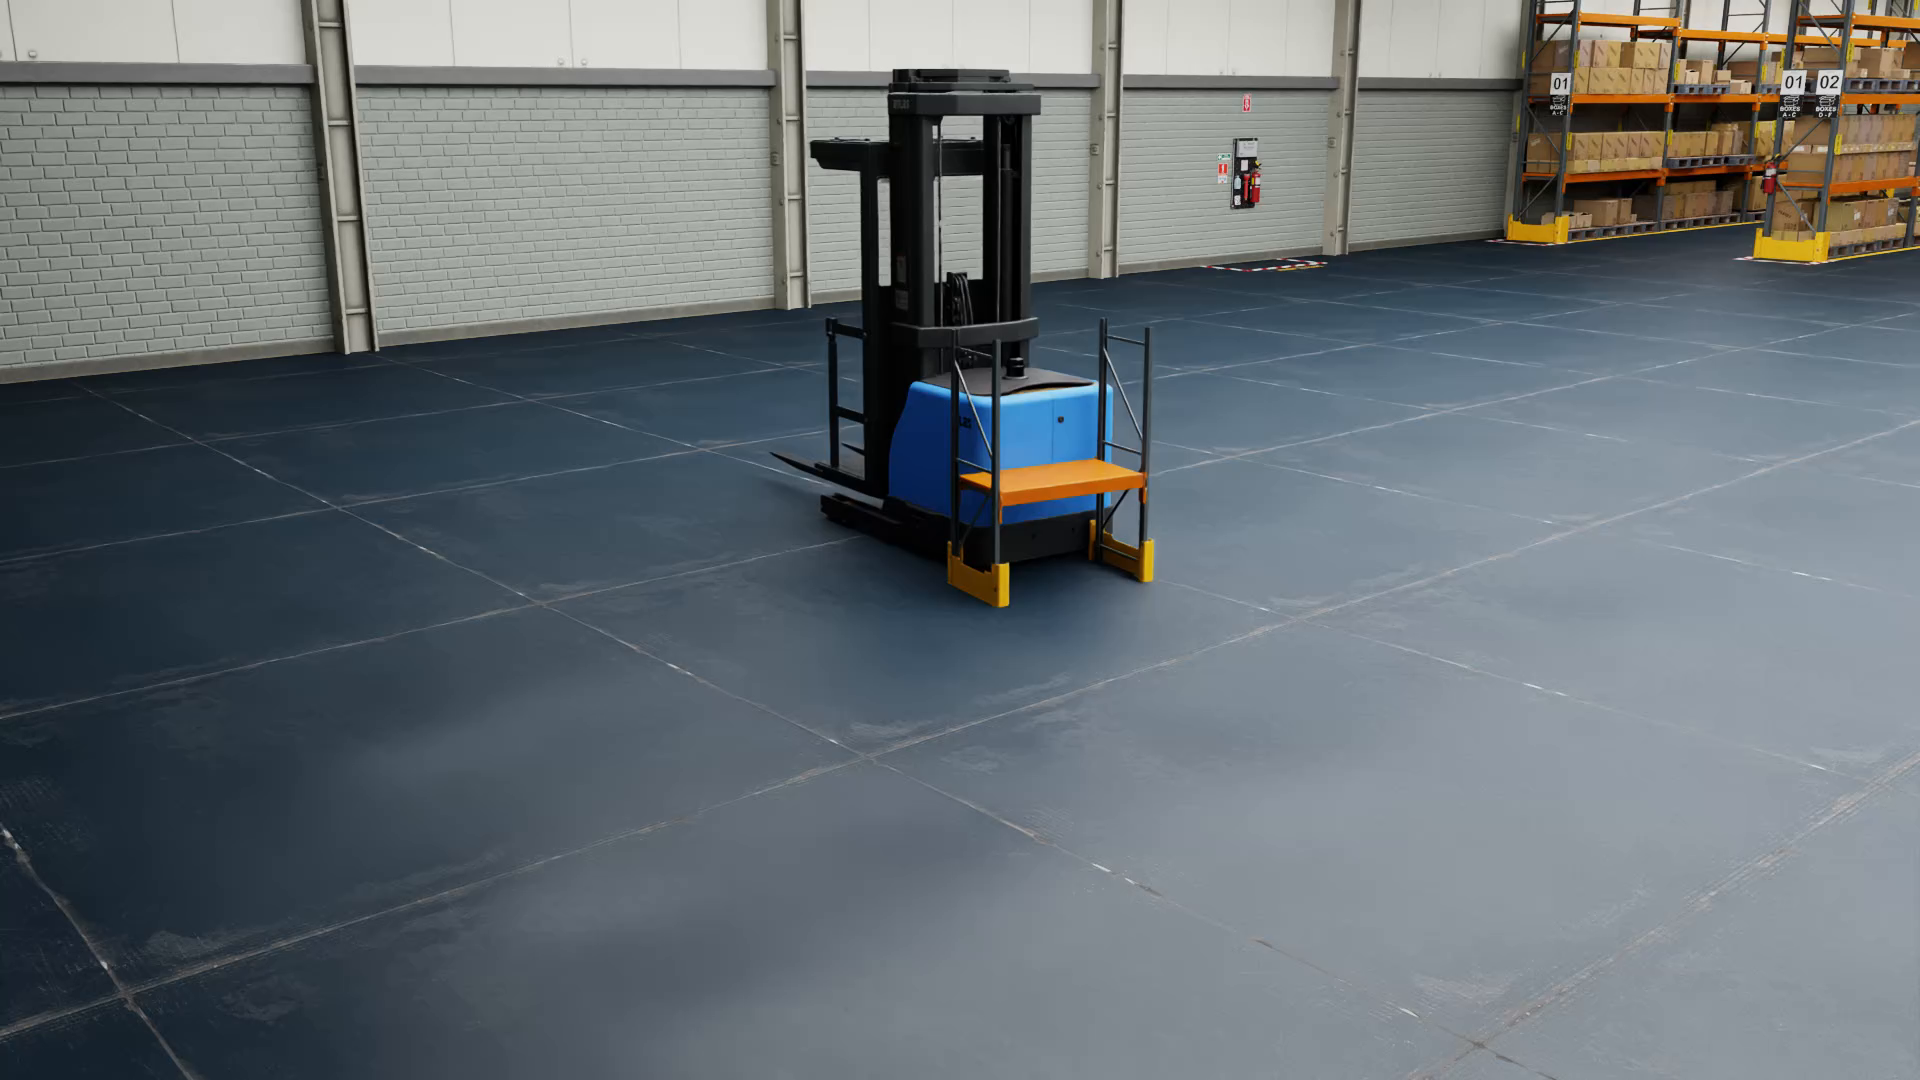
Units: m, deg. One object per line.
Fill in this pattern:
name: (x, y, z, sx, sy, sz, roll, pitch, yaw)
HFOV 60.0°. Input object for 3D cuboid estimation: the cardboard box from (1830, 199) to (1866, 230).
cardboard box: (15.905, -5.851, 29.905, 0.500, 0.500, 0.500, -13, 19, -39)

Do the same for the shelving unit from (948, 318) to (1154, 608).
shelving unit: (0.534, -0.476, 9.627, 1.083, 1.500, 0.587, -8, 17, -29)

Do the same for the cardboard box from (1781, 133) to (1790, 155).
cardboard box: (18.701, -9.119, 38.267, 0.500, 0.500, 0.500, -13, 20, -40)

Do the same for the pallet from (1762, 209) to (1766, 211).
pallet: (18.954, -7.691, 39.135, 1.213, 0.211, 1.003, -13, 19, -39)

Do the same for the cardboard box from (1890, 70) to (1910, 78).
cardboard box: (16.897, -8.413, 30.024, 0.250, 0.149, 0.380, -13, 19, -39)

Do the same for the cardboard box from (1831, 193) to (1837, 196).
cardboard box: (21.039, -8.493, 40.765, 0.500, 0.500, 0.700, -12, 19, -39)

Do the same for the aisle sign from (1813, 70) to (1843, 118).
aisle sign: (14.761, -7.580, 28.278, 0.004, 0.787, 0.394, -13, 19, -39)

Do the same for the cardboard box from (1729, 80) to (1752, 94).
cardboard box: (17.024, -9.955, 36.528, 0.500, 0.311, 0.500, -13, 19, -39)

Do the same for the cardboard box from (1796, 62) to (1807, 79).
cardboard box: (19.294, -10.867, 38.762, 0.500, 0.500, 0.700, -13, 20, -40)

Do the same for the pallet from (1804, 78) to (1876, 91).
pallet: (15.160, -7.916, 28.932, 1.213, 0.211, 1.003, -13, 19, -39)

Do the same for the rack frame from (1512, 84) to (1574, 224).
rack frame: (11.355, -7.359, 32.486, 0.127, 3.000, 1.000, -13, 19, -39)

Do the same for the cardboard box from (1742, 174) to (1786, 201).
cardboard box: (18.696, -8.124, 38.705, 0.750, 0.750, 0.750, -13, 20, -40)

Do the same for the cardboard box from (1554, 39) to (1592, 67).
cardboard box: (11.805, -9.367, 32.022, 0.500, 0.500, 0.500, 14, 21, 43)

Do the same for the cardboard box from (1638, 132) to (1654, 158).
cardboard box: (13.846, -8.110, 34.097, 0.500, 0.500, 0.500, -13, 20, -40)

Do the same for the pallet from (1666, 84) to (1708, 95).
pallet: (14.908, -9.479, 34.974, 1.003, 0.211, 1.213, -13, 19, -39)

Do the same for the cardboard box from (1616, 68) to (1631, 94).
cardboard box: (12.979, -9.141, 33.116, 0.500, 0.500, 0.500, -11, 19, -36)

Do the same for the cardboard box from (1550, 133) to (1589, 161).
cardboard box: (11.913, -7.681, 32.490, 0.500, 0.500, 0.500, -13, 19, -39)

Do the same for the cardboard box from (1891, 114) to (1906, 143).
cardboard box: (16.916, -7.585, 30.627, 0.500, 0.500, 0.700, -13, 20, -39)

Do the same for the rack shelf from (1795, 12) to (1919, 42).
rack shelf: (16.119, -9.091, 29.517, 4.000, 0.370, 1.077, -13, 19, -39)

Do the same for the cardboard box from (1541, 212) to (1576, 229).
cardboard box: (11.936, -6.372, 33.150, 0.500, 0.311, 0.500, 13, 20, 41)

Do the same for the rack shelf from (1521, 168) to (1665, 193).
rack shelf: (12.864, -7.350, 33.848, 4.000, 0.370, 1.077, -13, 19, -39)

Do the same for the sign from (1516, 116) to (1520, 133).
sign: (11.006, -8.182, 32.713, 0.005, 0.325, 0.100, -13, 19, -39)

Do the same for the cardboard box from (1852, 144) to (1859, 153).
cardboard box: (15.626, -6.911, 29.359, 0.250, 0.149, 0.380, -13, 20, -40)

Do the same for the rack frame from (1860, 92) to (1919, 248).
rack frame: (17.627, -7.073, 31.415, 0.127, 3.000, 1.000, -13, 19, -39)

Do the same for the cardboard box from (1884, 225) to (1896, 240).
cardboard box: (17.037, -5.743, 30.953, 0.500, 0.250, 0.500, -13, 19, -39)

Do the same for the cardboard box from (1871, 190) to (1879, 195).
cardboard box: (22.963, -8.926, 42.385, 0.500, 0.500, 0.700, -13, 19, -39)

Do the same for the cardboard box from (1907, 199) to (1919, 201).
cardboard box: (19.280, -6.687, 33.401, 0.500, 0.311, 0.500, -13, 20, -41)

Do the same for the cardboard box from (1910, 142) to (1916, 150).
cardboard box: (17.563, -7.346, 30.990, 0.250, 0.149, 0.380, -13, 20, -39)

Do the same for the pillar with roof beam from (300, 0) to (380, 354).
pillar with roof beam: (-3.964, -5.640, 14.428, 0.400, 9.000, 9.100, -13, 19, -39)

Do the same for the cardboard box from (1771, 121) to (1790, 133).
cardboard box: (18.682, -9.481, 38.171, 0.500, 0.250, 0.500, -12, 19, -39)

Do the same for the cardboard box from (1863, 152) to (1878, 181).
cardboard box: (16.136, -6.783, 30.136, 0.500, 0.500, 0.700, -12, 19, -38)

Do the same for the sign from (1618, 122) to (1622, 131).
sign: (14.006, -8.703, 35.276, 0.005, 0.325, 0.100, -13, 19, -39)

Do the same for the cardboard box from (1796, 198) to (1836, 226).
cardboard box: (15.564, -5.953, 30.284, 0.500, 0.500, 0.500, -13, 19, -39)

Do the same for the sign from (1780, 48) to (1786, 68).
sign: (14.264, -8.342, 28.792, 0.005, 0.325, 0.100, -13, 19, -39)

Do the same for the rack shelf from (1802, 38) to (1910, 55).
rack shelf: (21.917, -12.088, 40.736, 4.000, 0.370, 1.077, -13, 19, -39)

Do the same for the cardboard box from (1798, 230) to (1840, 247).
cardboard box: (15.160, -5.317, 29.357, 0.500, 0.250, 0.500, -13, 19, -39)

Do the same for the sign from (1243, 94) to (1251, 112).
sign: (4.828, -7.356, 27.984, 0.199, 0.298, 0.001, -13, 19, -39)

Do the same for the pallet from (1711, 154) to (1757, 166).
pallet: (16.923, -8.480, 37.055, 1.003, 0.211, 1.213, -13, 19, -39)

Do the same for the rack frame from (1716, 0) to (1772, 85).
rack frame: (17.390, -11.612, 36.786, 0.127, 3.000, 1.000, -13, 19, -39)

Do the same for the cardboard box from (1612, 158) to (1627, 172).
cardboard box: (13.085, -7.578, 33.559, 0.500, 0.250, 0.500, -12, 19, -39)

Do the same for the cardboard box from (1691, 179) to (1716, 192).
cardboard box: (16.410, -7.865, 36.919, 0.500, 0.250, 0.500, -12, 19, -38)

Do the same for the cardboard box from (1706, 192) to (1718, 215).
cardboard box: (16.416, -7.522, 37.089, 0.500, 0.500, 0.700, -13, 20, -39)

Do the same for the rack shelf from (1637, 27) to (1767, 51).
rack shelf: (15.882, -10.733, 35.662, 4.000, 0.370, 1.077, -13, 19, -39)

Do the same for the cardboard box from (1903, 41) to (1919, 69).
cardboard box: (18.119, -9.111, 31.259, 0.500, 0.500, 0.500, -12, 19, -39)

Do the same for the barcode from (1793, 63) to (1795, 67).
barcode: (14.521, -8.270, 28.959, 0.075, 0.075, 0.001, -13, 19, -39)

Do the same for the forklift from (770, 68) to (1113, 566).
forklift: (-0.285, -1.578, 10.976, 1.130, 2.935, 3.031, -10, 18, -33)

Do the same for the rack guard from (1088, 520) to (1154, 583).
rack guard: (0.967, 0.064, 10.027, 0.087, 0.250, 0.587, -8, 17, -29)

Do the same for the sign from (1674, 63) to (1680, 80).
sign: (14.735, -9.631, 34.179, 0.005, 0.325, 0.100, -13, 19, -39)

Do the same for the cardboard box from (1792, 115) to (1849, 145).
cardboard box: (15.010, -7.156, 29.018, 0.500, 0.500, 0.700, -13, 19, -39)

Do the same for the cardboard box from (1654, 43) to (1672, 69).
cardboard box: (14.173, -9.889, 33.976, 0.500, 0.500, 0.500, 14, 20, 42)

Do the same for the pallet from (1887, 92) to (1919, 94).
pallet: (18.284, -8.581, 31.622, 1.217, 0.209, 0.805, -14, 20, -42)

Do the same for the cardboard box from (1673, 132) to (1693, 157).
cardboard box: (15.205, -8.470, 35.601, 0.500, 0.500, 0.700, -10, 18, -34)

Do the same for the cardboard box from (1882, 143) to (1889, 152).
cardboard box: (16.604, -7.132, 30.186, 0.250, 0.149, 0.380, -12, 19, -38)

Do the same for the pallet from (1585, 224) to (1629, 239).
pallet: (12.969, -6.361, 34.154, 1.213, 0.211, 1.003, -13, 19, -39)
